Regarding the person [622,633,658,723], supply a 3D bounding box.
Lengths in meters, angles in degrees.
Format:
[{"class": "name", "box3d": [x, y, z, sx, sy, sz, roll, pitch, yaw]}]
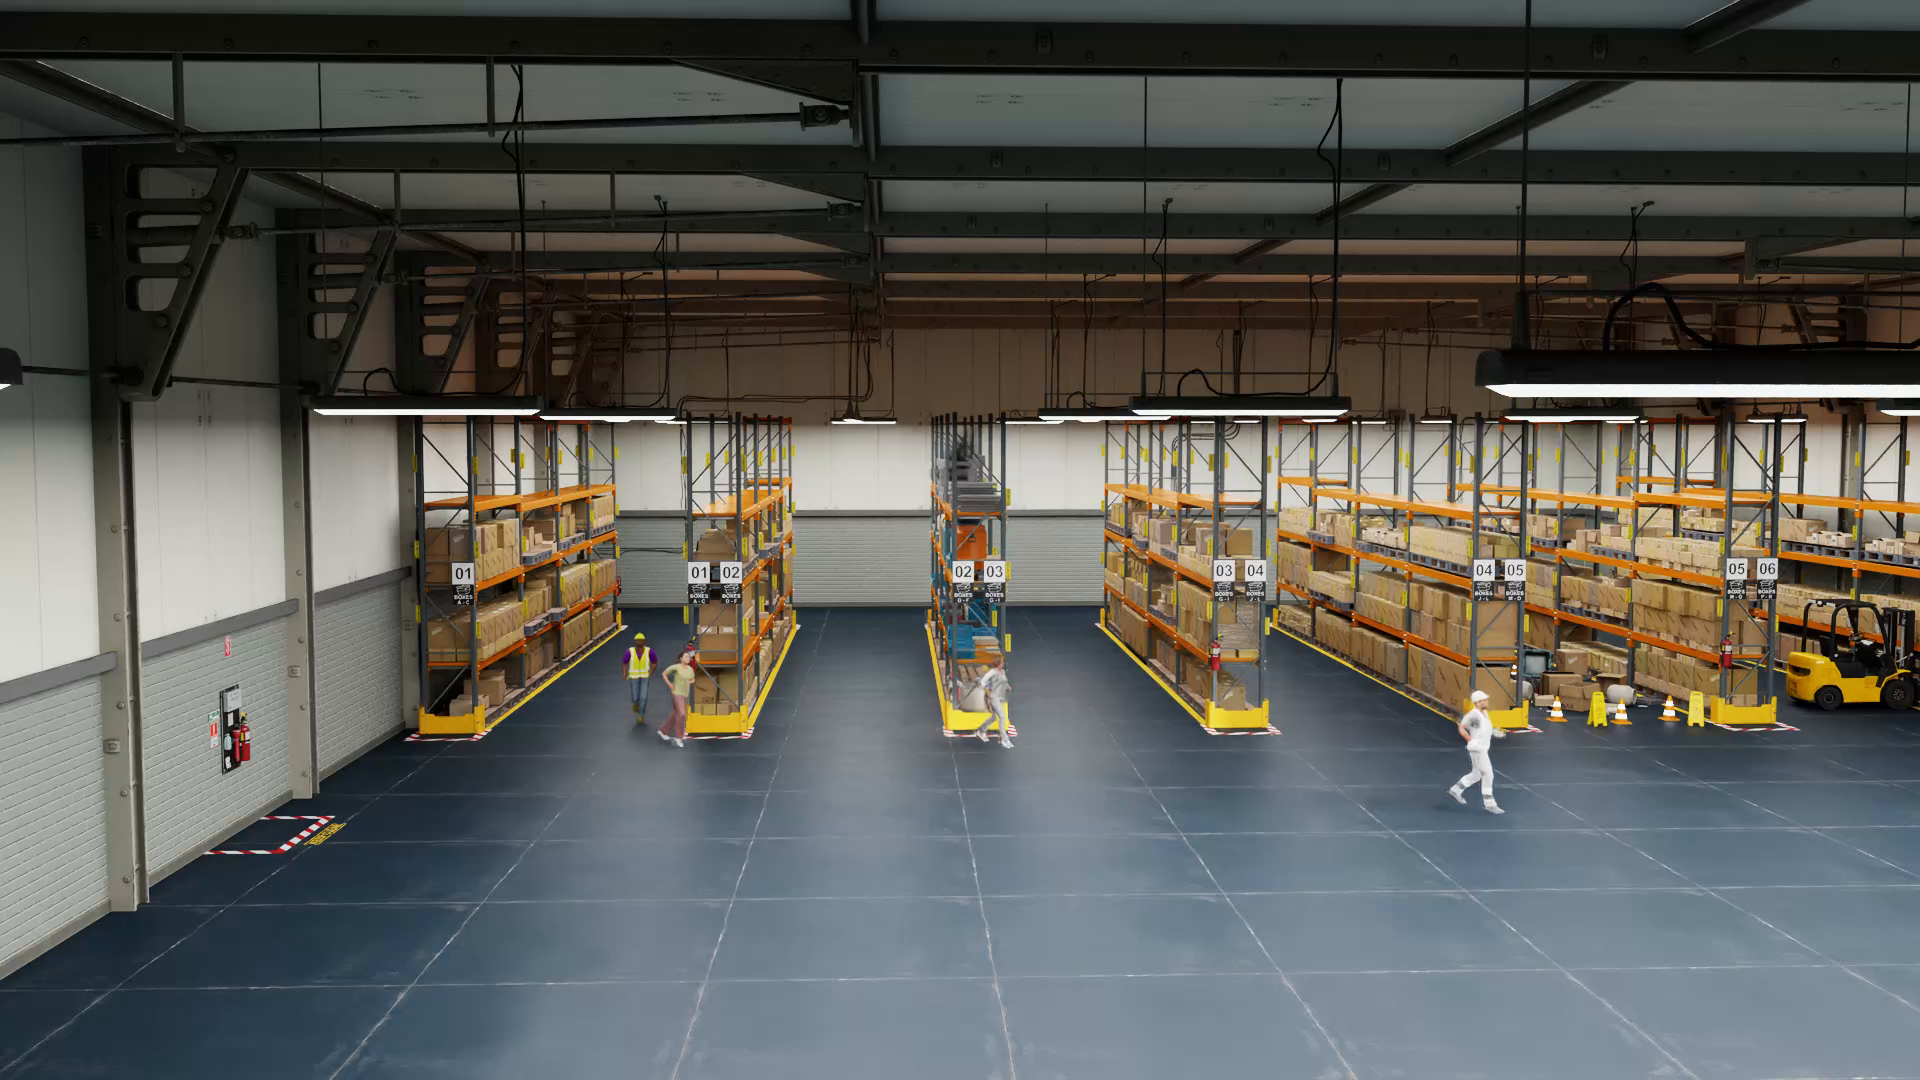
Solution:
[{"class": "person", "box3d": [-6.215, 2.668, 32.314, 0.702, 1.721, 0.589, -1, 4, -11]}]

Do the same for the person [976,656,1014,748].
[{"class": "person", "box3d": [0.653, 2.879, 29.858, 0.806, 1.606, 0.557, 2, 4, 26]}]

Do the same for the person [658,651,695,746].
[{"class": "person", "box3d": [-5.112, 2.862, 30.210, 0.742, 1.712, 0.581, 3, 5, 36]}]

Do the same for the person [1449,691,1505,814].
[{"class": "person", "box3d": [7.698, 3.135, 24.742, 0.861, 1.796, 0.651, 2, 4, 30]}]
